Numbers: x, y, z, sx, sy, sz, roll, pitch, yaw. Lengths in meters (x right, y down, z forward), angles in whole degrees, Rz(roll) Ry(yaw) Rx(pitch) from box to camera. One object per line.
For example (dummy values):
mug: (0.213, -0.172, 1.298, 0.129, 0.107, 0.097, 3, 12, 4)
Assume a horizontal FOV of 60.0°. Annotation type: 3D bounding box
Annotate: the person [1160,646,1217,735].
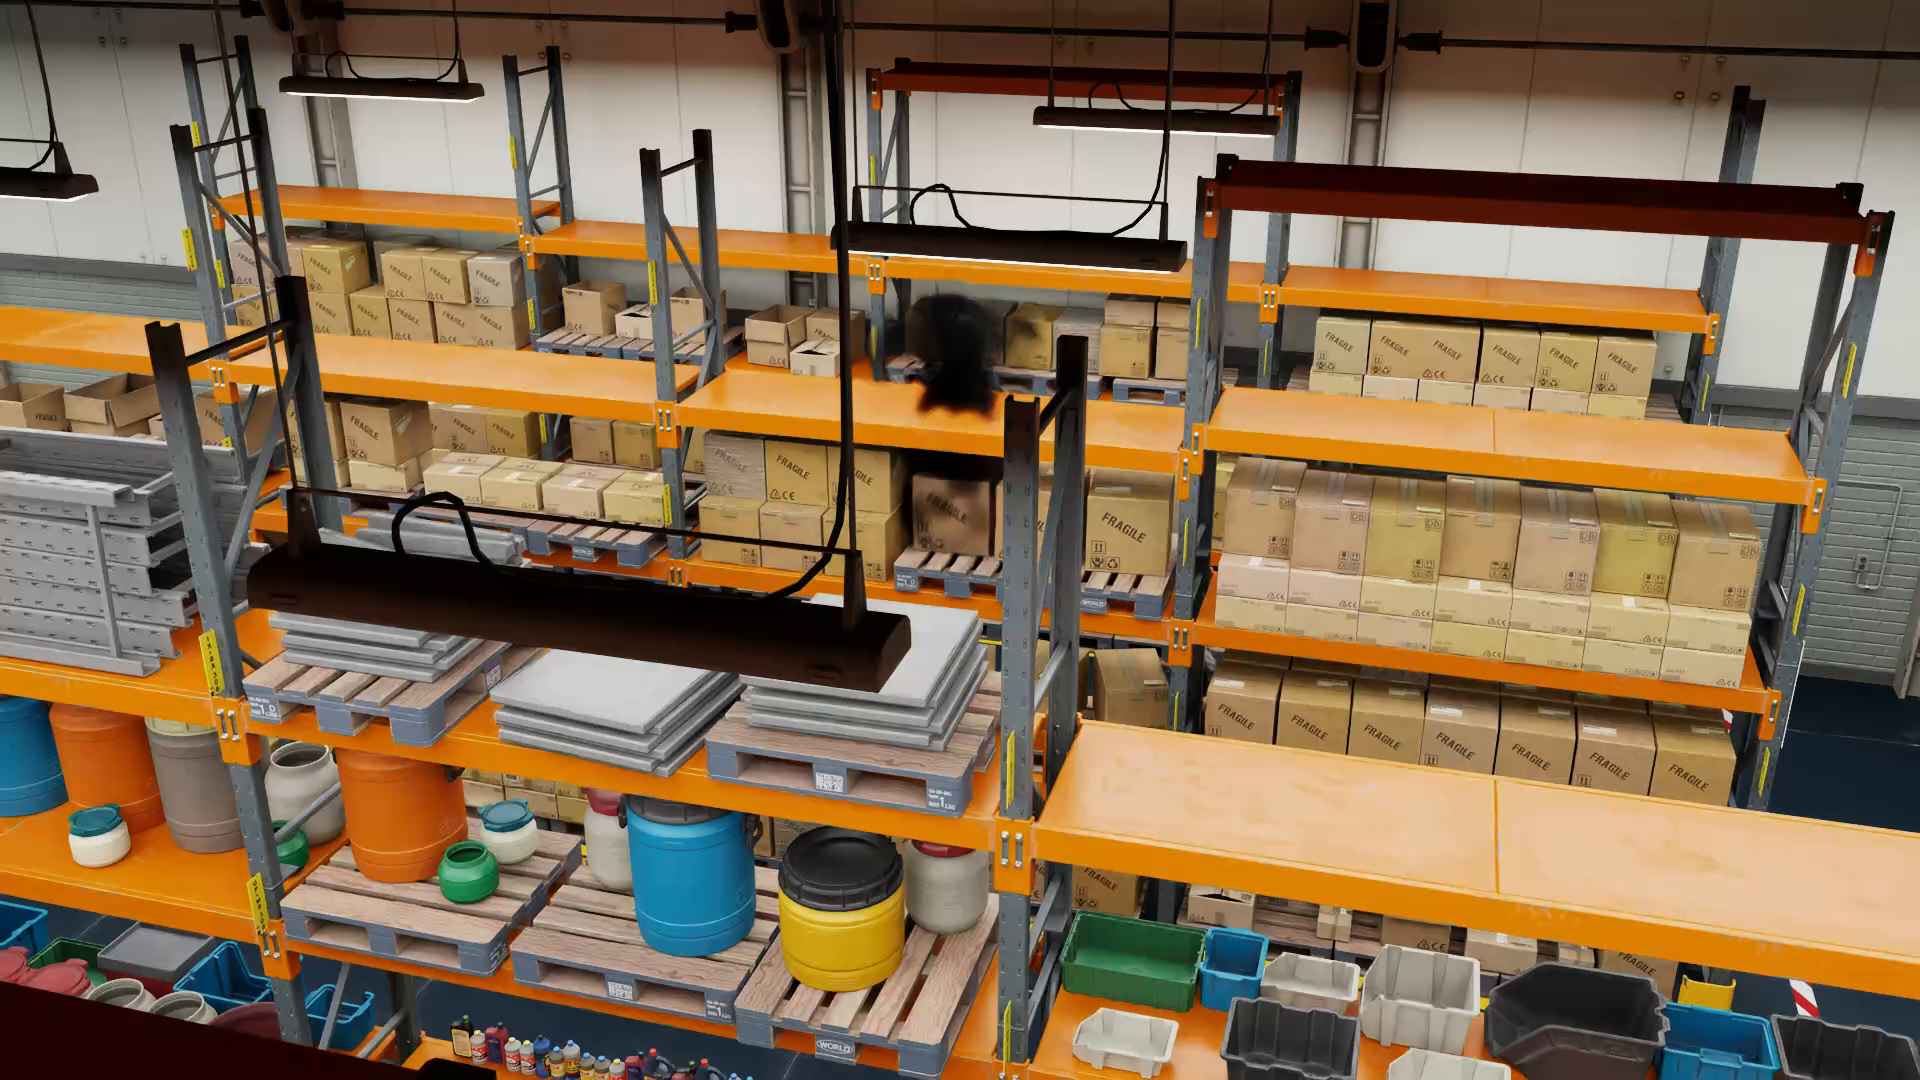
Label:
person: (2.162, 1.419, 15.237, 0.888, 1.612, 0.660, 2, 23, 4)
